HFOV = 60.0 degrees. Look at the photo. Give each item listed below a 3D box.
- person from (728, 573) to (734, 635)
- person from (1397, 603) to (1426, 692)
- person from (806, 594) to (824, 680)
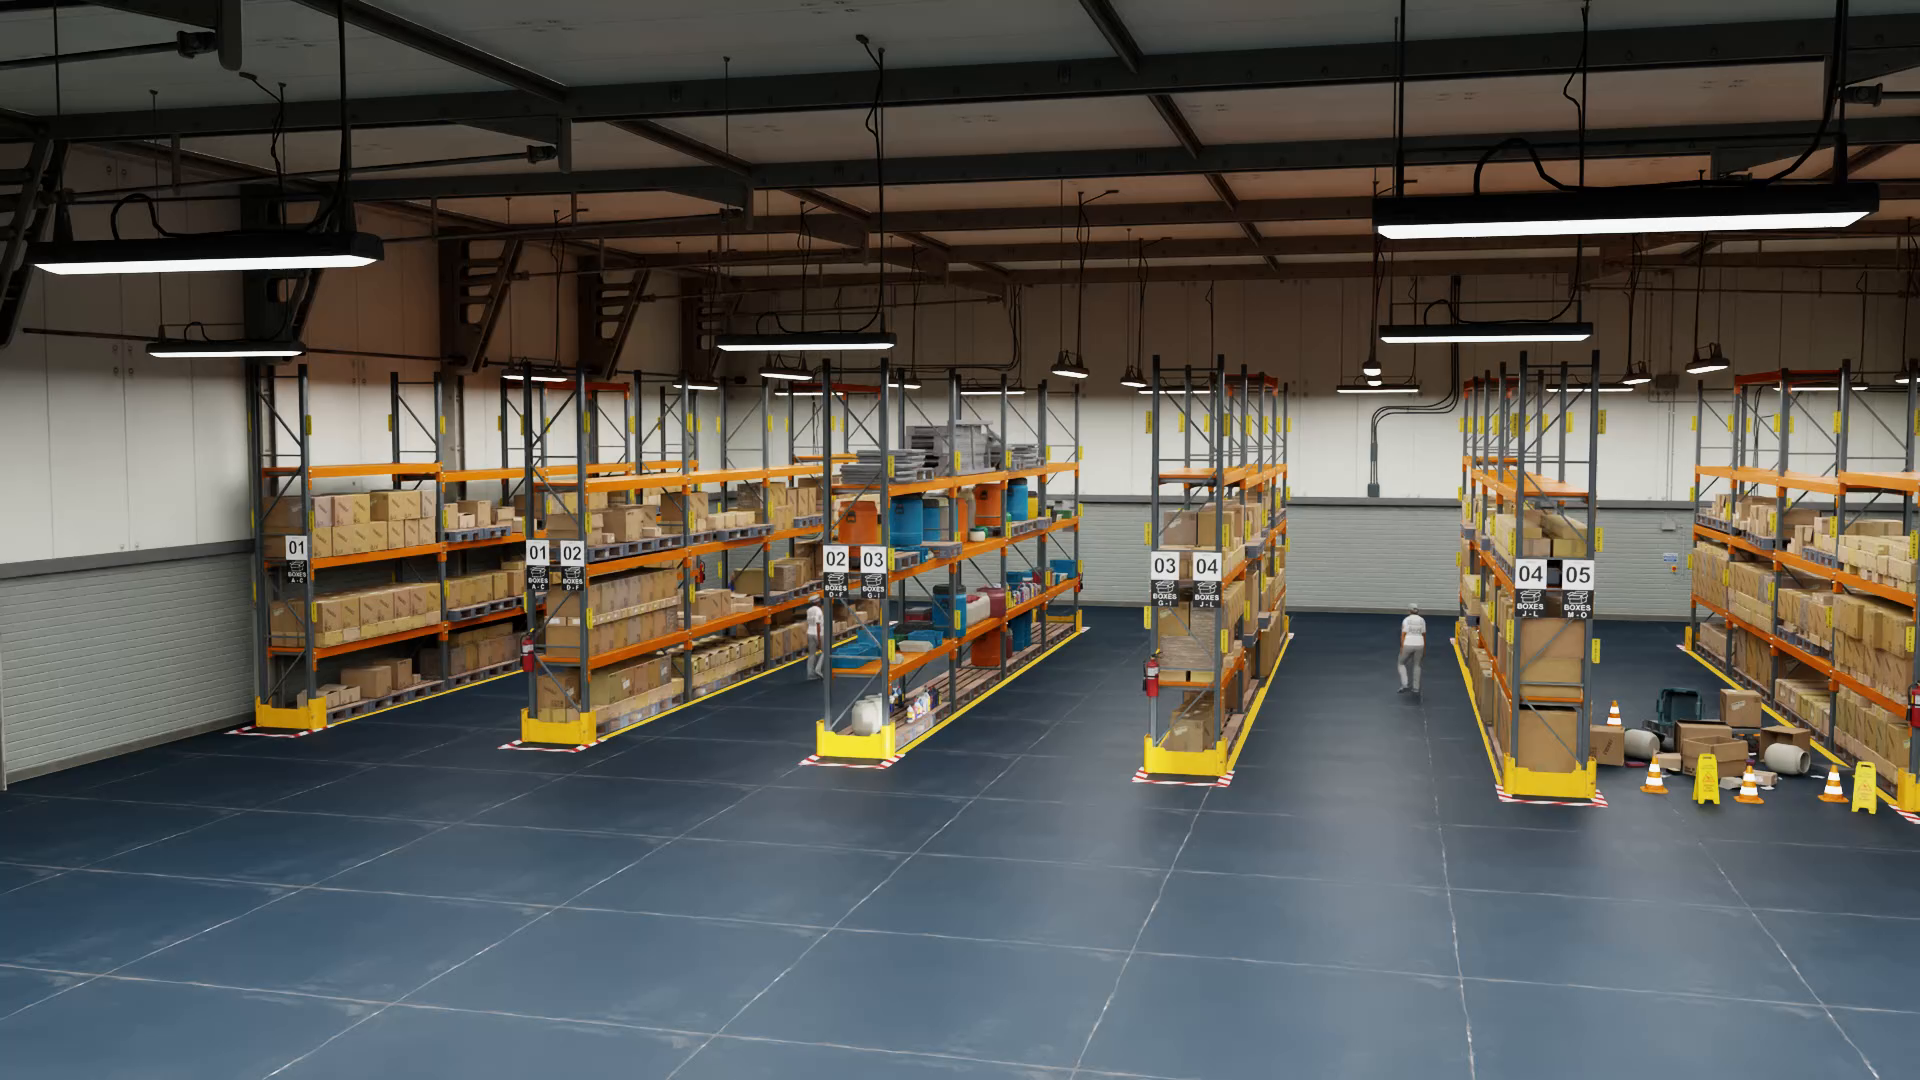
[{"bbox_3d":[-5.209,1.552,38.203,0.531,1.594,1.033,1,4,11],"label":"person"},{"bbox_3d":[8.478,2.045,31.206,0.526,1.710,0.423,-1,4,-9],"label":"person"},{"bbox_3d":[-2.829,1.898,32.684,0.489,1.677,0.481,3,5,34],"label":"person"}]
